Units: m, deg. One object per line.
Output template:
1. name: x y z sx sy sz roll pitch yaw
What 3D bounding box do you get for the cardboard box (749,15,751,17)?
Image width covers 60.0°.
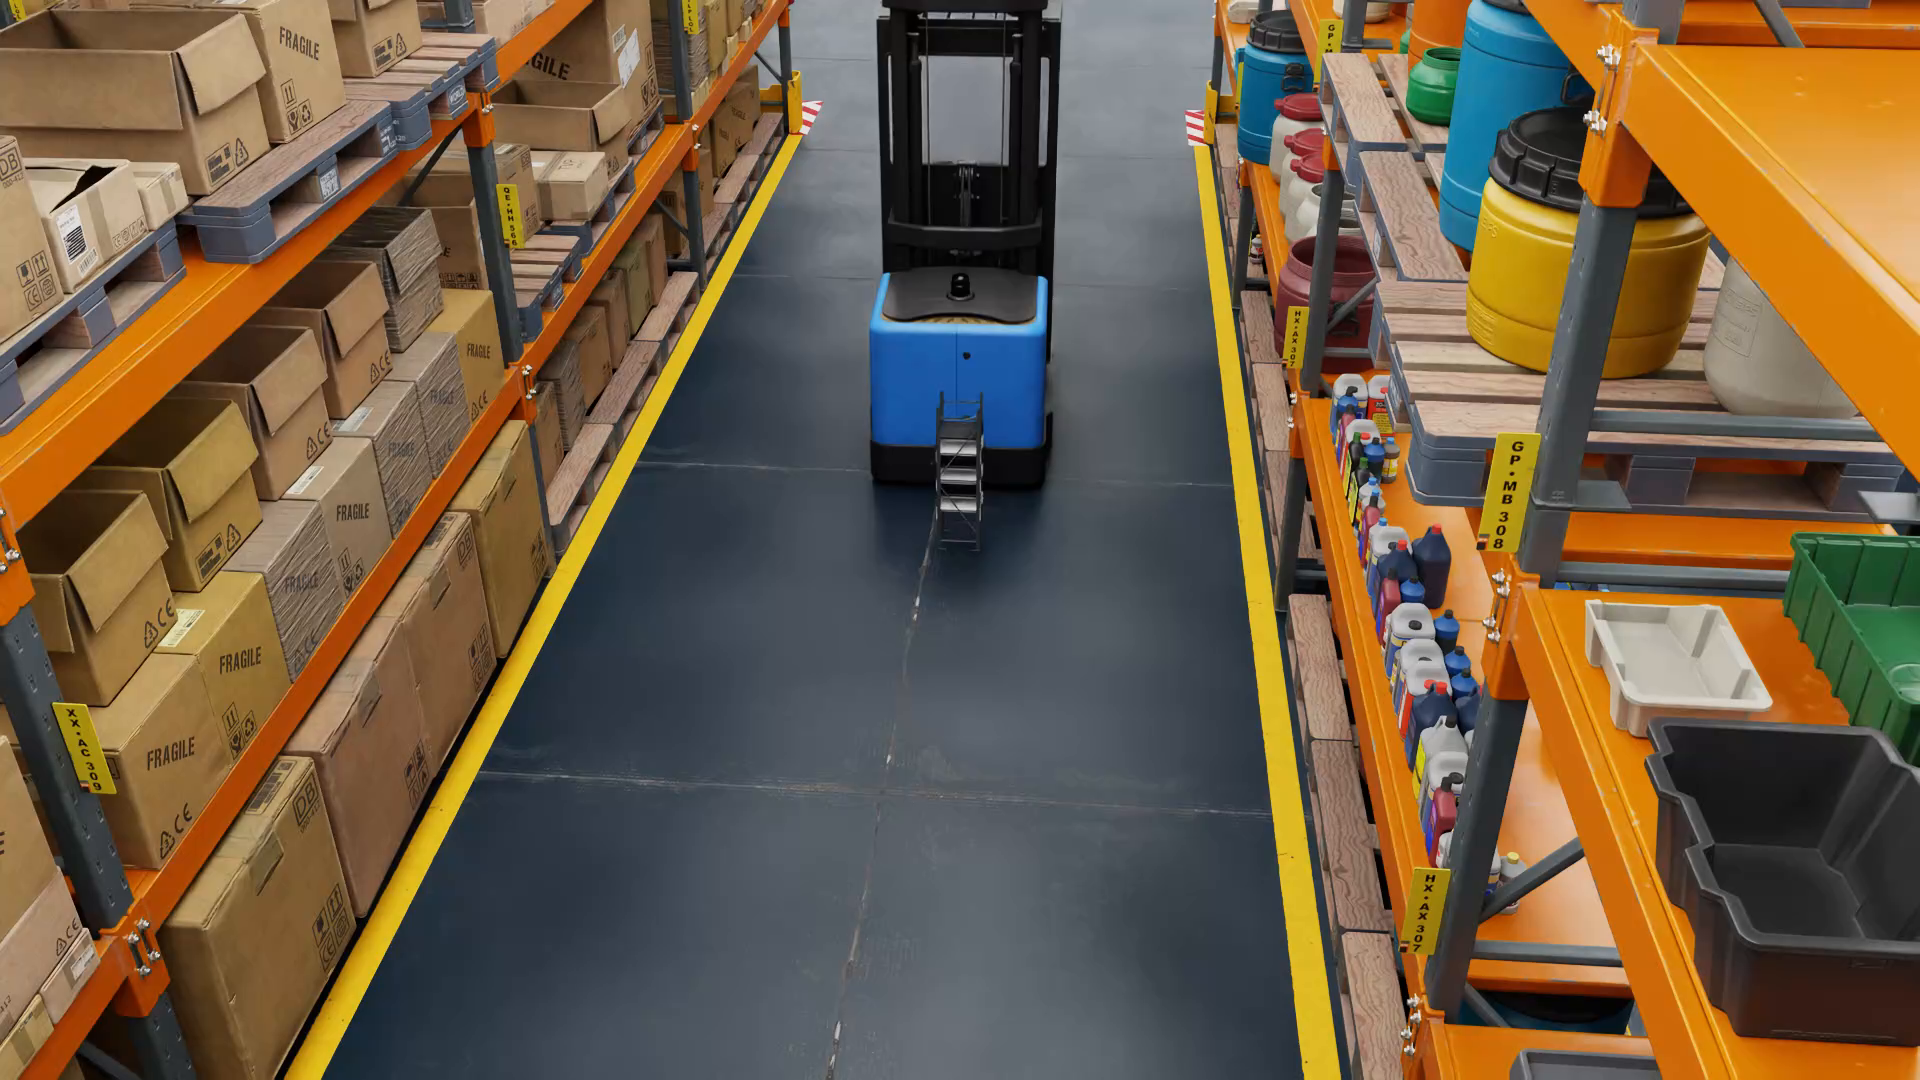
1. cardboard box: -2.004 -4.505 14.221 0.380 0.149 0.250 2 32 4

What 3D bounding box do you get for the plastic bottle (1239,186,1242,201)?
1. plastic bottle: 2.336 -2.859 13.558 0.097 0.201 0.097 0 32 0

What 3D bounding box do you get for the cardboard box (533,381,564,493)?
1. cardboard box: -2.715 -0.584 9.582 0.700 0.500 0.500 1 32 1

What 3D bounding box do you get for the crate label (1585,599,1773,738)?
1. crate label: 1.533 0.272 3.621 0.293 0.136 0.466 2 32 4

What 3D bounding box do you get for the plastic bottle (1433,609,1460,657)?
1. plastic bottle: 1.797 0.378 6.181 0.097 0.271 0.097 0 32 0

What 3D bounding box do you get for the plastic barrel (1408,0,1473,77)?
1. plastic barrel: 2.137 -2.240 6.637 0.600 0.830 0.708 2 32 4

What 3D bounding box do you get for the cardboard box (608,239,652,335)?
1. cardboard box: -2.553 -1.756 11.483 0.700 0.500 0.500 2 32 4

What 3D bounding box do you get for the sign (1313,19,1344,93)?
1. sign: 1.638 -2.150 7.401 0.100 0.325 0.005 2 32 4

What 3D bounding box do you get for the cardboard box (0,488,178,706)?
1. cardboard box: -3.032 0.178 5.331 0.797 0.503 0.637 2 32 3

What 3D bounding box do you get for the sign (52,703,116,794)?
1. sign: -2.522 0.603 4.793 0.100 0.325 0.005 2 32 4

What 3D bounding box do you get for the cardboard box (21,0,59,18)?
1. cardboard box: -7.295 -4.181 12.283 0.875 0.550 0.550 2 32 4

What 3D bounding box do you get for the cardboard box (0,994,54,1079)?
1. cardboard box: -2.795 1.397 4.643 0.380 0.149 0.250 3 32 5

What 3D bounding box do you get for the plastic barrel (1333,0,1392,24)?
1. plastic barrel: 2.057 -2.791 8.473 0.301 0.262 0.301 0 32 0

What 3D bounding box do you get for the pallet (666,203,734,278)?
1. pallet: -2.405 -2.367 13.169 1.003 0.211 1.213 2 32 4

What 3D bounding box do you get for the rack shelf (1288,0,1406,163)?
1. rack shelf: 2.349 -2.914 9.227 1.077 0.370 4.000 2 32 4

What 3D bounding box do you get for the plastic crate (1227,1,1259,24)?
1. plastic crate: 2.444 -4.515 14.248 0.298 0.136 0.250 2 32 4

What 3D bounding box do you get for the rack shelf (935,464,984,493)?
1. rack shelf: -0.001 -0.350 9.305 0.258 0.077 0.200 2 32 4

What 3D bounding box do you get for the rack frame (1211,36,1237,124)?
1. rack frame: 2.838 -5.081 14.916 1.000 3.000 0.127 2 32 4

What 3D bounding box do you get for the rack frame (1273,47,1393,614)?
1. rack frame: 2.187 -0.898 8.128 1.000 3.000 0.127 2 32 4

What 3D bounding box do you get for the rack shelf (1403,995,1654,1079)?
1. rack shelf: 1.698 2.546 3.226 1.077 0.370 4.000 2 32 4

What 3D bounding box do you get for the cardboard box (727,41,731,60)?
1. cardboard box: -2.030 -3.848 13.155 0.380 0.149 0.250 2 32 4

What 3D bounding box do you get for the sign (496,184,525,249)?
1. sign: -2.197 -1.580 8.132 0.100 0.325 0.005 2 32 4

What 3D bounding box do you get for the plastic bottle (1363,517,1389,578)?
1. plastic bottle: 1.698 0.033 6.741 0.097 0.271 0.097 0 32 0

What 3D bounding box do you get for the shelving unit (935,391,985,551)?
1. shelving unit: -0.001 -0.379 9.287 0.258 0.900 0.210 2 32 4

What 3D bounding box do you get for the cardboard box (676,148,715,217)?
1. cardboard box: -2.313 -2.823 13.234 0.500 0.500 0.500 13 34 19

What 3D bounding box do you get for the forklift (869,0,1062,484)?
1. forklift: 0.067 -2.324 10.508 1.130 2.935 3.031 2 32 3

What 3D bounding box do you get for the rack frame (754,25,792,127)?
1. rack frame: -2.099 -5.293 15.260 1.000 3.000 0.127 2 32 4

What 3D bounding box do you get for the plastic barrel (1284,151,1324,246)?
1. plastic barrel: 2.121 -1.947 9.700 0.433 0.535 0.433 0 32 0

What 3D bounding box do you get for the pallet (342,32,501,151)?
1. pallet: -2.750 -1.967 7.184 1.213 0.211 1.003 4 32 6

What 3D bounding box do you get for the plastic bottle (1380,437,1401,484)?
1. plastic bottle: 1.917 -0.363 7.450 0.097 0.201 0.097 0 32 0

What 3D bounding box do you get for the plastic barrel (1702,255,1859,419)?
1. plastic barrel: 2.154 -0.584 4.231 0.433 0.535 0.433 0 32 0

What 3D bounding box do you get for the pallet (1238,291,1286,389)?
1. pallet: 2.487 -1.390 11.585 1.003 0.211 1.213 2 32 4

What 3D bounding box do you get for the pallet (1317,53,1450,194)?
1. pallet: 2.027 -1.699 6.749 1.003 0.211 1.213 2 32 4

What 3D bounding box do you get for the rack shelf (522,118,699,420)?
1. rack shelf: -2.587 -1.849 10.357 1.077 0.370 4.000 2 32 4

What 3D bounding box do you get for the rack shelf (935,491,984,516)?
1. rack shelf: -0.001 -0.197 9.399 0.258 0.077 0.200 2 32 4

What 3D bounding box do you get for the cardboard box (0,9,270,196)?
1. cardboard box: -2.895 -1.540 5.813 0.797 0.503 0.637 2 32 3

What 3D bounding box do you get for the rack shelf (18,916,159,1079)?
1. rack shelf: -3.239 2.334 3.569 1.077 0.370 4.000 2 32 4

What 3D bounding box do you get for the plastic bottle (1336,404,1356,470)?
1. plastic bottle: 1.757 -0.466 7.538 0.061 0.283 0.133 2 32 4

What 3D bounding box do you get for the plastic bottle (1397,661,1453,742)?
1. plastic bottle: 1.642 0.572 5.862 0.152 0.276 0.135 2 32 4

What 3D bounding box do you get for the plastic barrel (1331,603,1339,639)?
1. plastic barrel: 2.164 0.104 8.171 0.600 0.830 0.708 2 32 4

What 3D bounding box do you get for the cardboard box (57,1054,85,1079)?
1. cardboard box: -3.209 2.050 4.970 0.875 0.875 0.875 2 32 4

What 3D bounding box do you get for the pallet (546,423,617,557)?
1. pallet: -2.685 -0.331 9.866 1.003 0.211 1.213 2 32 4

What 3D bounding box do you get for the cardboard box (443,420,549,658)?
1. cardboard box: -2.827 -0.024 8.335 1.225 0.875 0.875 1 32 2

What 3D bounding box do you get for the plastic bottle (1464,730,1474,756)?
1. plastic bottle: 1.753 0.726 5.540 0.144 0.351 0.185 2 32 4

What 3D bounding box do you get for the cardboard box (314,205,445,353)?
1. cardboard box: -2.826 -1.198 7.563 0.797 0.503 0.637 3 32 6

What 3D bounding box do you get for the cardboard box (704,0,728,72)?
1. cardboard box: -2.250 -3.863 12.561 0.875 0.500 0.500 2 32 4

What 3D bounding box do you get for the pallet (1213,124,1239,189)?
1. pallet: 2.807 -3.428 14.891 1.003 0.211 1.213 2 32 4

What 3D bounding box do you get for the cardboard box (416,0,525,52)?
1. cardboard box: -2.458 -2.558 8.105 0.500 0.250 0.500 3 32 5

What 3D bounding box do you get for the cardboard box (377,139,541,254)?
1. cardboard box: -2.800 -1.911 9.277 0.700 0.500 0.500 7 32 11

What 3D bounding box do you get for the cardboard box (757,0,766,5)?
1. cardboard box: -2.092 -4.909 14.258 0.875 0.500 0.500 2 32 4

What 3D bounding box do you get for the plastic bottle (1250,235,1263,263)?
1. plastic bottle: 2.231 -2.189 12.470 0.097 0.201 0.097 0 32 0

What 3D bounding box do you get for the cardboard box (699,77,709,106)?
1. cardboard box: -2.074 -3.324 12.304 0.380 0.149 0.250 2 32 4

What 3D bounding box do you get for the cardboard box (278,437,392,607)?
1. cardboard box: -2.671 -0.085 6.714 0.500 0.500 0.500 3 32 5

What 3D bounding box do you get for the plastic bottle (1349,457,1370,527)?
1. plastic bottle: 1.716 -0.205 7.115 0.061 0.283 0.133 2 32 4

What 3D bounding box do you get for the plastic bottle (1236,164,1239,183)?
1. plastic bottle: 2.371 -3.088 13.930 0.097 0.201 0.097 0 32 0

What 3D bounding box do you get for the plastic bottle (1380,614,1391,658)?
1. plastic bottle: 1.654 0.350 6.292 0.097 0.201 0.097 0 32 0

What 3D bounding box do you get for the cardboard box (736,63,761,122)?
1. cardboard box: -2.166 -4.082 15.277 0.500 0.500 0.500 8 33 13

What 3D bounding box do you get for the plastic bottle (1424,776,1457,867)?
1. plastic bottle: 1.544 0.901 5.321 0.061 0.283 0.133 2 32 4
